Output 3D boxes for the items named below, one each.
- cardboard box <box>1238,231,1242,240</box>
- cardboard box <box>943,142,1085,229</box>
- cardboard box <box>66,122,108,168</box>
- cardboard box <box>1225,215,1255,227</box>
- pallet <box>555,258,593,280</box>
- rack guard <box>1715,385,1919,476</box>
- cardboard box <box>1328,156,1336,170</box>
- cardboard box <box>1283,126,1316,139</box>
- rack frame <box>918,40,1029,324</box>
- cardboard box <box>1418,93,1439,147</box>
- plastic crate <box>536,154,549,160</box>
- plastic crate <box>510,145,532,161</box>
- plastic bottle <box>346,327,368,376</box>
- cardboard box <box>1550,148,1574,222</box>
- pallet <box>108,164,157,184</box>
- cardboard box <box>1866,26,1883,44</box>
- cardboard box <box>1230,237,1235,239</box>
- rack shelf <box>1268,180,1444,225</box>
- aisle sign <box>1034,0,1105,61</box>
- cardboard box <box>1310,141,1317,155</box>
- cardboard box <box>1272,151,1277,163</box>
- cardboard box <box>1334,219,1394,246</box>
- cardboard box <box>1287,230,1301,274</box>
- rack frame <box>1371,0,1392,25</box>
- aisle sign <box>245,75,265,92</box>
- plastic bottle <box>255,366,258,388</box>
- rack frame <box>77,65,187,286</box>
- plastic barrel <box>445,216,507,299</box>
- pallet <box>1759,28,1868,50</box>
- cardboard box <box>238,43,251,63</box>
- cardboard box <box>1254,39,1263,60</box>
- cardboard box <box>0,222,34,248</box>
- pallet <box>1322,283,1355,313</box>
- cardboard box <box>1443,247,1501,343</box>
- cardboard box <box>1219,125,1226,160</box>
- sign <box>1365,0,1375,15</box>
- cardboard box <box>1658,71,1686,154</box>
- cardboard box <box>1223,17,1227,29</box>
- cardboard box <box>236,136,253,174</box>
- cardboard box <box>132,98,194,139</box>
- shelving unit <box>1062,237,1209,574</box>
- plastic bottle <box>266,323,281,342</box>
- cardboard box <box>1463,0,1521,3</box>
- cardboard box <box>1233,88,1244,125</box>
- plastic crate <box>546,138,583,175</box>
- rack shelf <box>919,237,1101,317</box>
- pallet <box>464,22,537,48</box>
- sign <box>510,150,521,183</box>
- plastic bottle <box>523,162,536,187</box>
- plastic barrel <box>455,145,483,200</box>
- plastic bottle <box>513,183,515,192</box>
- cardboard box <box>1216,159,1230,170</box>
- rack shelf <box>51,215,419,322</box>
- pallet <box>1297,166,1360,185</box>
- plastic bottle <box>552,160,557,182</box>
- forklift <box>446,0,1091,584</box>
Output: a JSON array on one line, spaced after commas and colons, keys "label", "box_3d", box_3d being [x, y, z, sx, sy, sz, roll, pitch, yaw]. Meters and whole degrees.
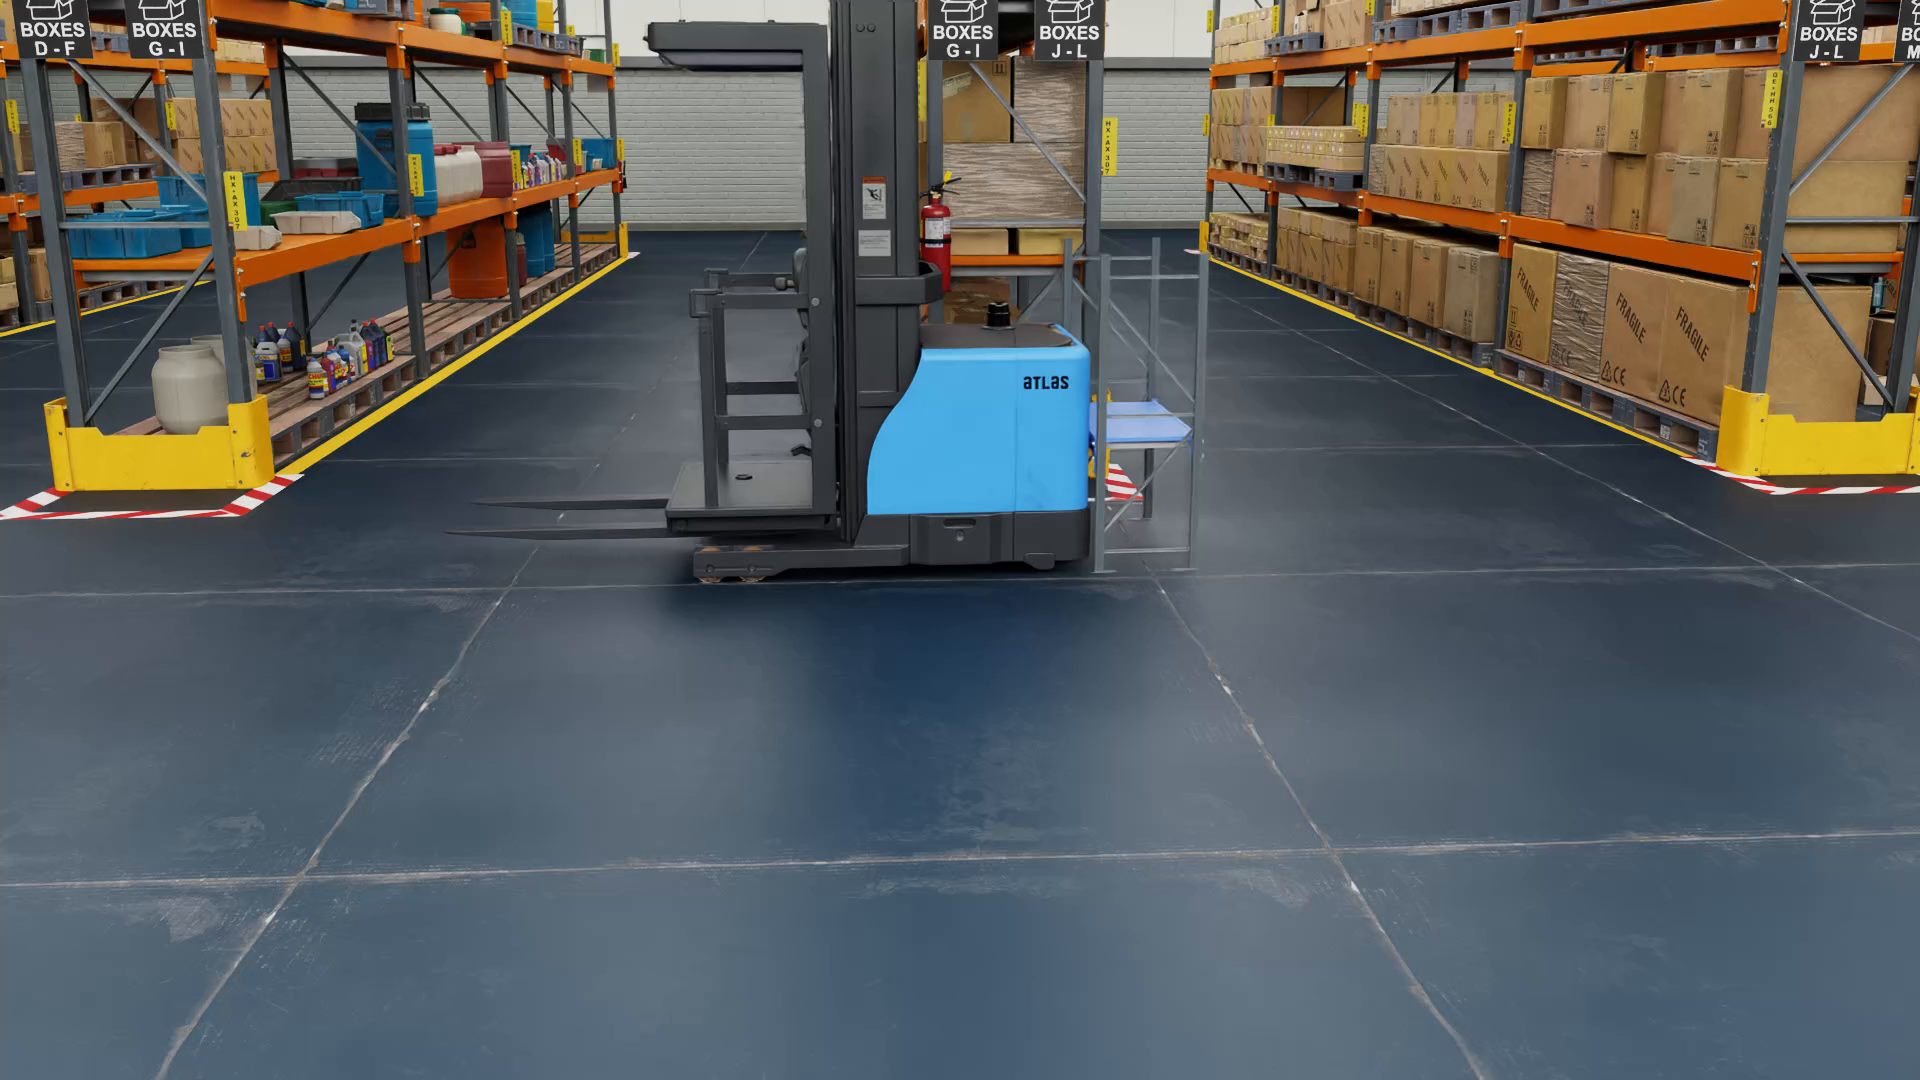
[{"label": "cardboard box", "box_3d": [4.196, -4.381, 23.816, 0.380, 0.149, 0.250, 0, 14, -1]}, {"label": "cardboard box", "box_3d": [0.306, -2.173, 10.155, 0.875, 0.500, 0.500, -1, 14, -3]}, {"label": "cardboard box", "box_3d": [-10.147, -4.489, 18.911, 0.700, 0.500, 0.500, -5, 15, -18]}, {"label": "cardboard box", "box_3d": [4.095, -4.658, 24.293, 0.380, 0.149, 0.250, -2, 15, -6]}, {"label": "pallet", "box_3d": [-5.458, -3.583, 22.029, 1.003, 0.211, 1.213, -1, 14, -3]}, {"label": "rack guard", "box_3d": [5.271, -0.678, 10.159, 1.175, 0.500, 0.348, -1, 14, -3]}, {"label": "cardboard box", "box_3d": [4.271, -4.143, 18.272, 0.380, 0.149, 0.250, -1, 14, -4]}, {"label": "cardboard box", "box_3d": [4.141, -4.949, 20.208, 0.380, 0.149, 0.250, -1, 14, -4]}, {"label": "rack frame", "box_3d": [0.065, -2.838, 13.537, 1.000, 3.000, 0.127, -1, 14, -3]}, {"label": "cardboard box", "box_3d": [4.858, -4.052, 16.047, 0.700, 0.500, 0.500, -1, 14, -4]}, {"label": "plastic crate", "box_3d": [-5.835, -5.225, 23.031, 0.416, 0.233, 0.300, -1, 14, -3]}, {"label": "plastic crate", "box_3d": [-5.743, -4.883, 21.398, 0.392, 0.384, 0.575, -1, 14, -3]}, {"label": "plastic bottle", "box_3d": [-4.519, -1.408, 12.413, 0.144, 0.351, 0.185, -1, 14, -4]}, {"label": "cardboard box", "box_3d": [5.113, -2.734, 12.832, 0.875, 0.550, 0.550, -1, 14, -3]}, {"label": "pallet", "box_3d": [-10.378, -4.382, 19.924, 1.003, 0.211, 1.213, -1, 14, -3]}, {"label": "cardboard box", "box_3d": [9.574, -5.229, 17.080, 0.396, 0.266, 0.258, -1, 14, -3]}, {"label": "cardboard box", "box_3d": [4.129, -4.309, 24.131, 0.380, 0.149, 0.250, -1, 14, -3]}, {"label": "rack shelf", "box_3d": [4.650, -4.033, 19.626, 1.077, 0.370, 4.000, -1, 14, -3]}, {"label": "aisle sign", "box_3d": [0.616, -3.092, 9.305, 0.394, 0.787, 0.004, -1, 14, -3]}, {"label": "cardboard box", "box_3d": [4.224, -4.482, 18.990, 0.380, 0.149, 0.250, -1, 14, -4]}, {"label": "cardboard box", "box_3d": [4.114, -4.787, 20.773, 0.380, 0.149, 0.250, -1, 14, -3]}, {"label": "cardboard box", "box_3d": [4.470, -3.406, 18.415, 0.500, 0.250, 0.500, -1, 14, -5]}, {"label": "cardboard box", "box_3d": [4.342, -3.553, 20.488, 0.500, 0.500, 0.500, 0, 14, -1]}, {"label": "rack frame", "box_3d": [4.774, -6.790, 16.856, 1.000, 3.000, 0.127, -1, 14, -3]}, {"label": "aisle sign", "box_3d": [-10.264, -6.951, 24.306, 0.394, 0.787, 0.004, -1, 14, -3]}, {"label": "plastic bottle", "box_3d": [-5.055, -1.179, 11.821, 0.097, 0.201, 0.097, 0, 14, 0]}, {"label": "rack frame", "box_3d": [-10.318, -4.676, 20.679, 1.000, 3.000, 0.127, -1, 14, -3]}, {"label": "plastic barrel", "box_3d": [-5.174, -3.030, 17.796, 0.600, 0.830, 0.708, -1, 14, -3]}, {"label": "pallet", "box_3d": [9.615, -5.506, 18.267, 1.213, 0.211, 1.003, 0, 14, -1]}, {"label": "cardboard box", "box_3d": [-10.251, -6.802, 23.226, 0.500, 0.250, 0.500, -1, 14, -3]}, {"label": "cardboard box", "box_3d": [4.207, -6.501, 22.056, 0.500, 0.250, 0.500, -1, 14, -4]}, {"label": "cardboard box", "box_3d": [-10.370, -3.290, 17.920, 0.500, 0.250, 0.500, 0, 14, -1]}, {"label": "pallet", "box_3d": [4.727, -2.728, 18.707, 1.003, 0.211, 1.213, -1, 14, -3]}, {"label": "cardboard box", "box_3d": [4.894, -2.156, 14.560, 1.050, 0.750, 0.750, -1, 14, -4]}, {"label": "cardboard box", "box_3d": [4.089, -5.818, 24.321, 0.500, 0.500, 0.500, -1, 14, -3]}, {"label": "sign", "box_3d": [4.232, -5.580, 17.135, 0.100, 0.325, 0.005, -1, 14, -3]}, {"label": "cardboard box", "box_3d": [5.260, -2.860, 11.154, 0.875, 0.550, 0.550, -1, 14, -3]}, {"label": "cardboard box", "box_3d": [4.013, -7.473, 24.028, 0.380, 0.149, 0.250, -1, 14, -4]}, {"label": "cardboard box", "box_3d": [-10.205, -5.359, 23.133, 0.500, 0.500, 0.500, -1, 14, -3]}, {"label": "cardboard box", "box_3d": [-10.066, -5.330, 21.015, 0.500, 0.500, 0.500, -1, 14, -2]}, {"label": "shelving unit", "box_3d": [0.834, -0.702, 8.245, 0.538, 1.500, 1.048, -1, 15, -6]}, {"label": "plastic bottle", "box_3d": [-5.243, -1.485, 12.710, 0.144, 0.351, 0.185, 0, 14, -2]}, {"label": "cardboard box", "box_3d": [4.726, -4.825, 14.498, 0.500, 0.250, 0.500, -1, 14, -4]}, {"label": "cardboard box", "box_3d": [4.124, -6.053, 23.229, 0.500, 0.500, 0.500, -1, 14, -5]}, {"label": "plastic crate", "box_3d": [-5.179, -5.037, 21.836, 0.402, 0.464, 0.583, -1, 14, -3]}, {"label": "rack shelf", "box_3d": [0.189, -1.992, 11.694, 1.077, 0.370, 4.000, -1, 14, -3]}, {"label": "pallet", "box_3d": [-5.076, -5.309, 17.502, 1.003, 0.211, 1.213, -1, 14, -3]}, {"label": "sign", "box_3d": [-4.578, -3.846, 17.126, 0.100, 0.325, 0.005, -1, 14, -3]}, {"label": "plastic bottle", "box_3d": [-4.916, -4.154, 18.900, 0.152, 0.276, 0.135, -1, 14, -3]}, {"label": "plastic barrel", "box_3d": [-4.849, -3.558, 16.111, 0.421, 0.512, 0.421, 0, 14, 0]}, {"label": "plastic bottle", "box_3d": [-4.816, -3.826, 17.777, 0.097, 0.201, 0.097, 0, 14, 0]}, {"label": "cardboard box", "box_3d": [3.992, -5.536, 24.528, 0.380, 0.149, 0.250, -1, 14, -5]}, {"label": "rack shelf", "box_3d": [-4.754, -1.916, 11.397, 1.077, 0.370, 4.000, -1, 14, -3]}, {"label": "pallet", "box_3d": [4.610, -4.283, 19.538, 1.003, 0.211, 1.213, -1, 14, -3]}, {"label": "plastic bottle", "box_3d": [-5.004, -4.507, 20.274, 0.152, 0.276, 0.135, -1, 14, -3]}, {"label": "forklift", "box_3d": [-0.925, -1.354, 7.907, 3.031, 2.935, 1.130, -1, 14, -5]}]
